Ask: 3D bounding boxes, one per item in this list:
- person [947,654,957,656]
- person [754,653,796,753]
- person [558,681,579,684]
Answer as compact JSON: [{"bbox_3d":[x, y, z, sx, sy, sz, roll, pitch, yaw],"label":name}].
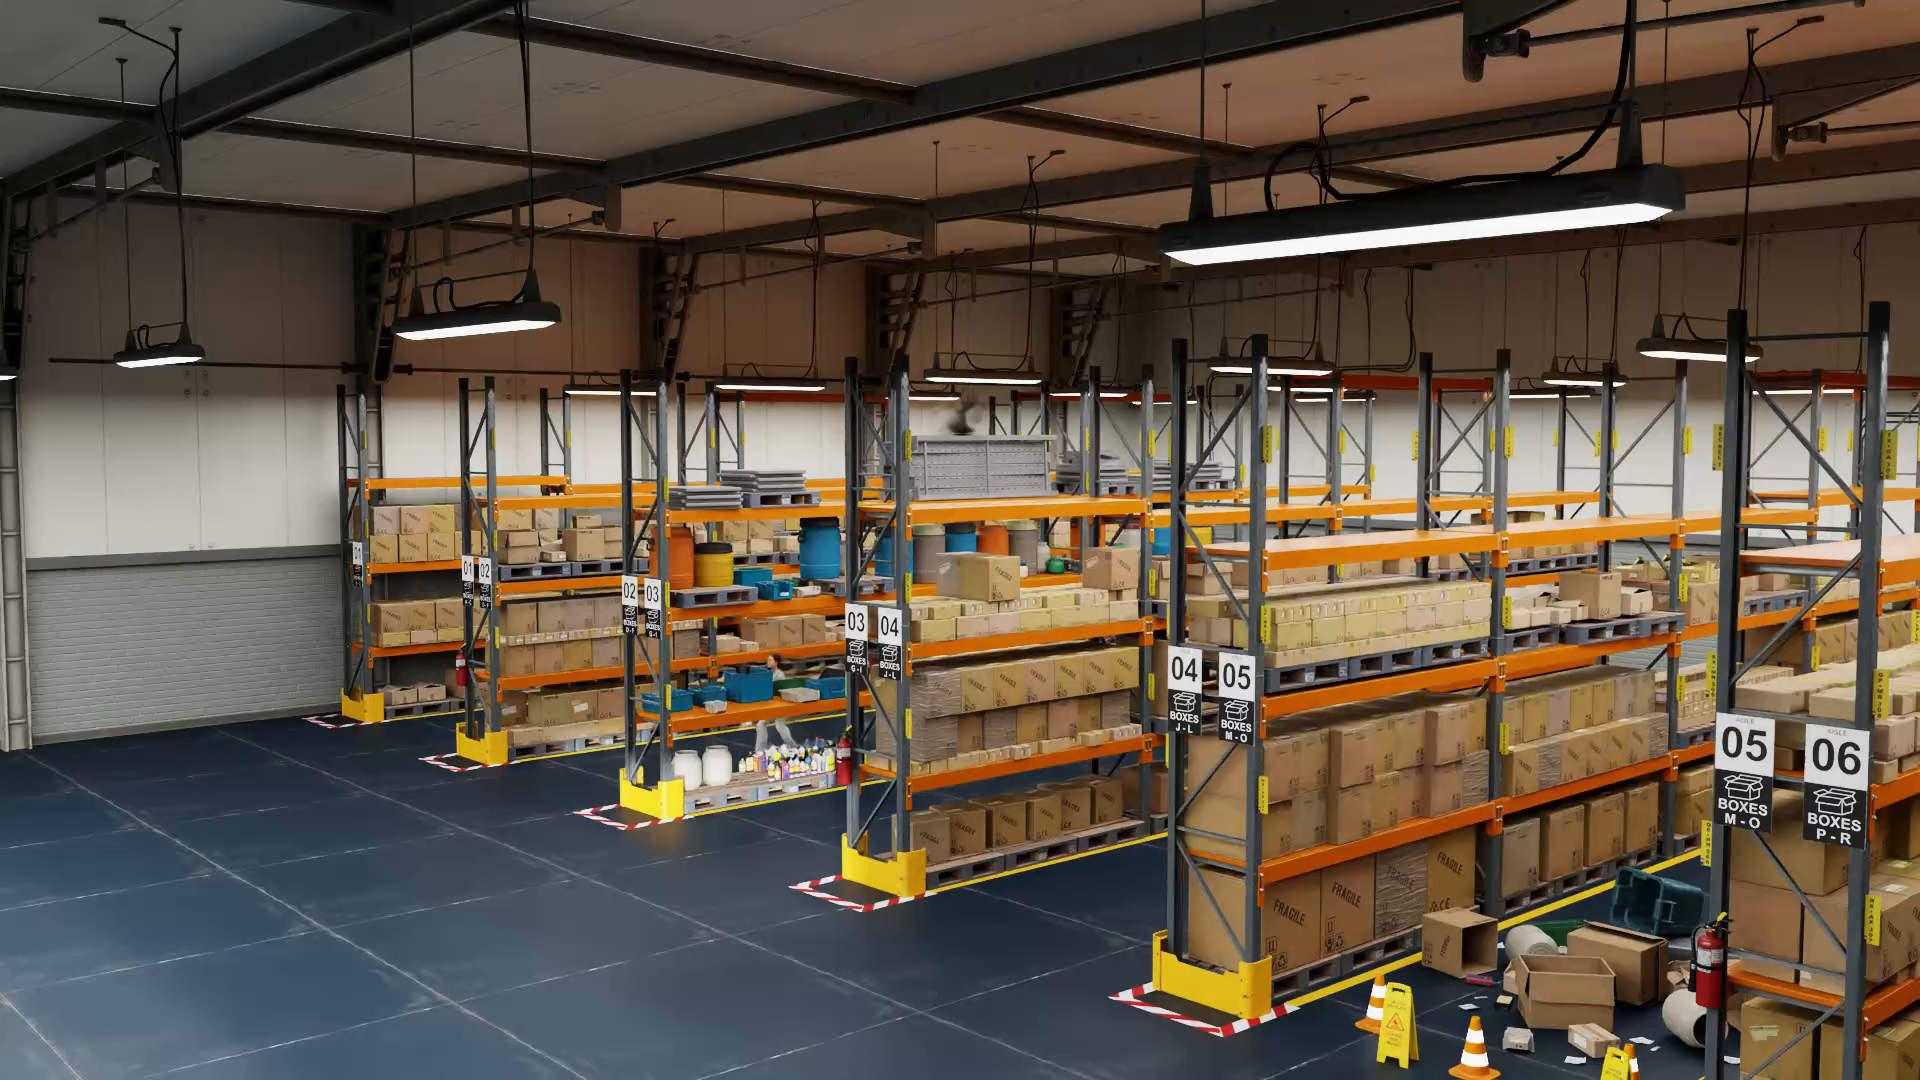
[{"bbox_3d":[-0.144,2.370,29.479,0.667,1.736,0.598,3,5,38],"label":"person"},{"bbox_3d":[-2.901,2.605,25.962,0.808,1.704,0.555,-4,5,-44],"label":"person"},{"bbox_3d":[-6.861,2.381,29.186,0.652,1.757,0.832,3,5,41],"label":"person"}]
